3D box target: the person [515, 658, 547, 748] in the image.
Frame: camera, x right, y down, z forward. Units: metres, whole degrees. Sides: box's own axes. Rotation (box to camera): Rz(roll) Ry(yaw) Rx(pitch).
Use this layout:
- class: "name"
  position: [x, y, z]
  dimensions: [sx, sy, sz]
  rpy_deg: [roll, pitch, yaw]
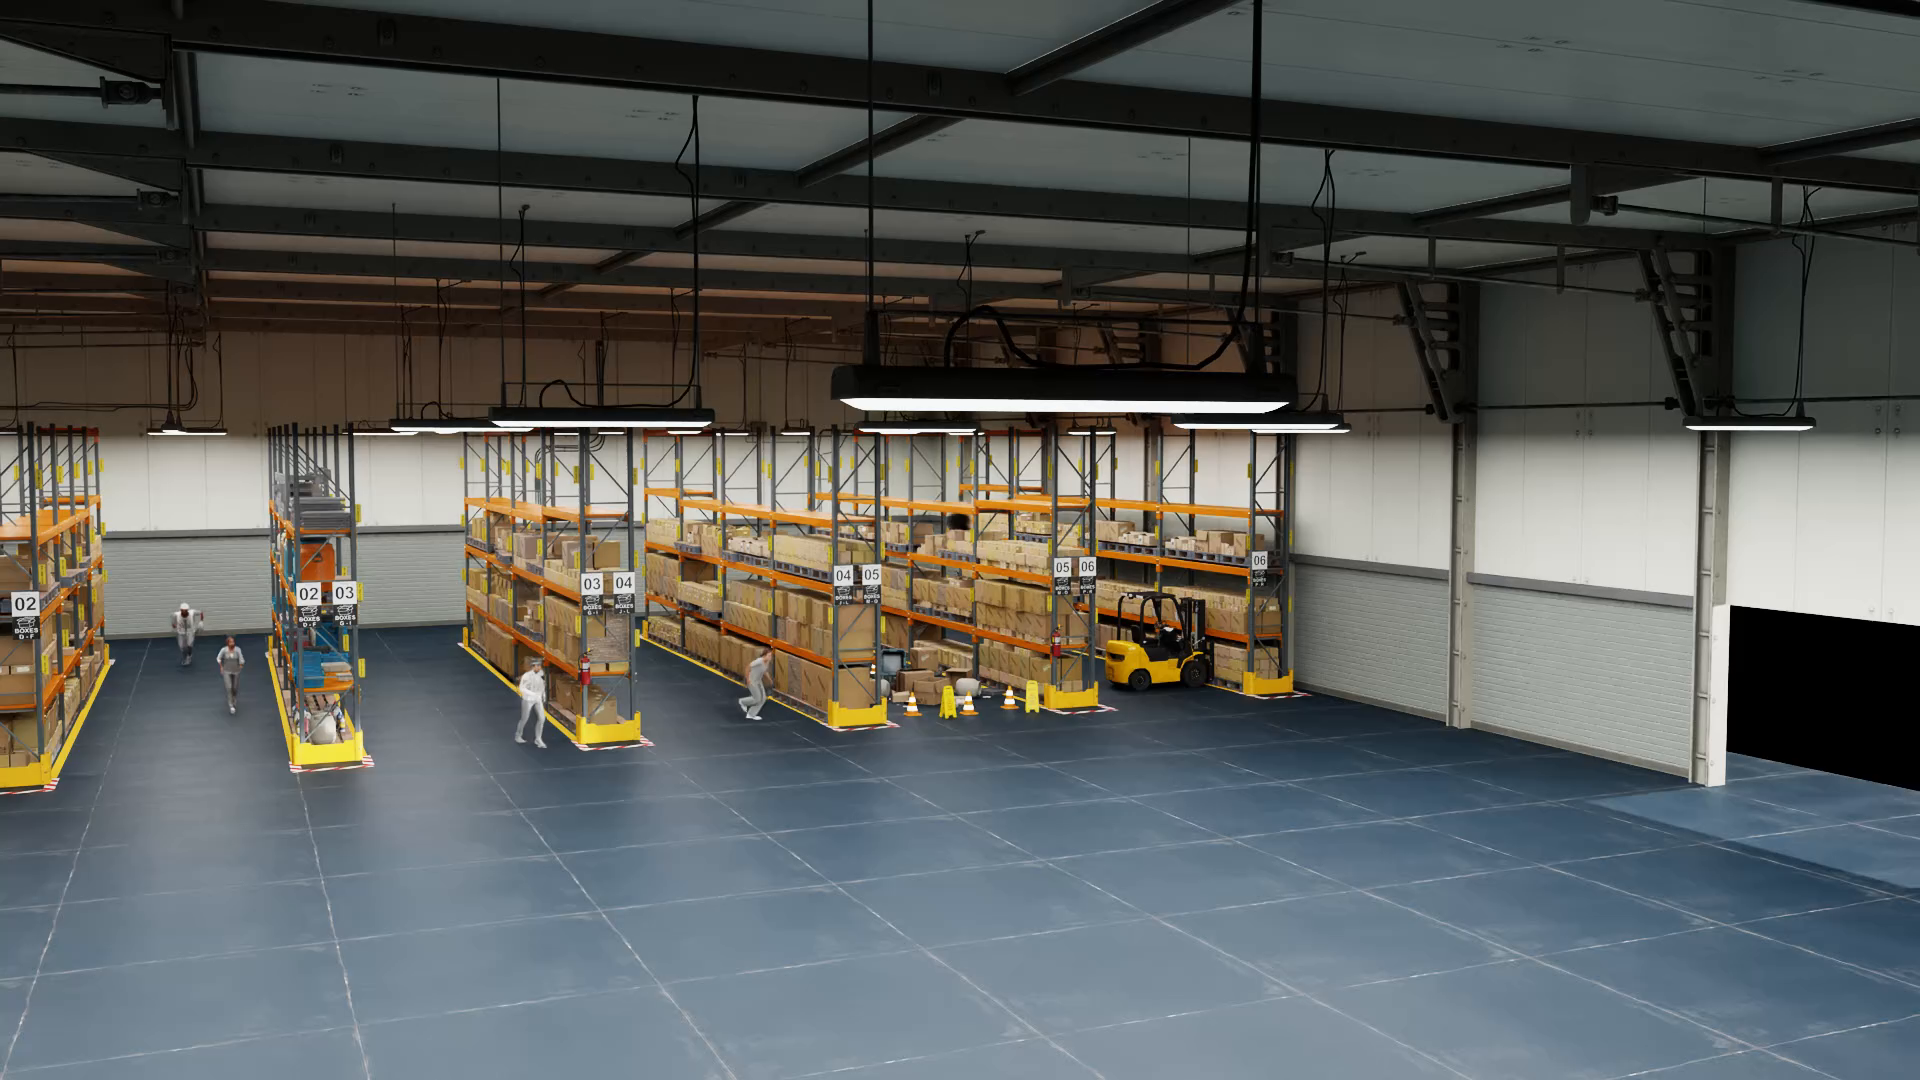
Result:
- class: "person"
  position: [-7.962, 3.007, 30.908]
  dimensions: [0.634, 1.688, 0.764]
  rpy_deg: [-3, 5, -43]

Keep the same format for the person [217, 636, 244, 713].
- class: "person"
  position: [-15.313, 2.803, 34.927]
  dimensions: [0.519, 1.590, 0.847]
  rpy_deg: [-2, 4, -30]

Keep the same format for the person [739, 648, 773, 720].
- class: "person"
  position: [-4.176, 2.926, 33.811]
  dimensions: [0.834, 1.486, 0.579]
  rpy_deg: [2, 4, 31]

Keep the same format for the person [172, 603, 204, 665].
- class: "person"
  position: [-19.399, 2.356, 41.788]
  dimensions: [0.721, 1.595, 0.927]
  rpy_deg: [-1, 4, -21]
